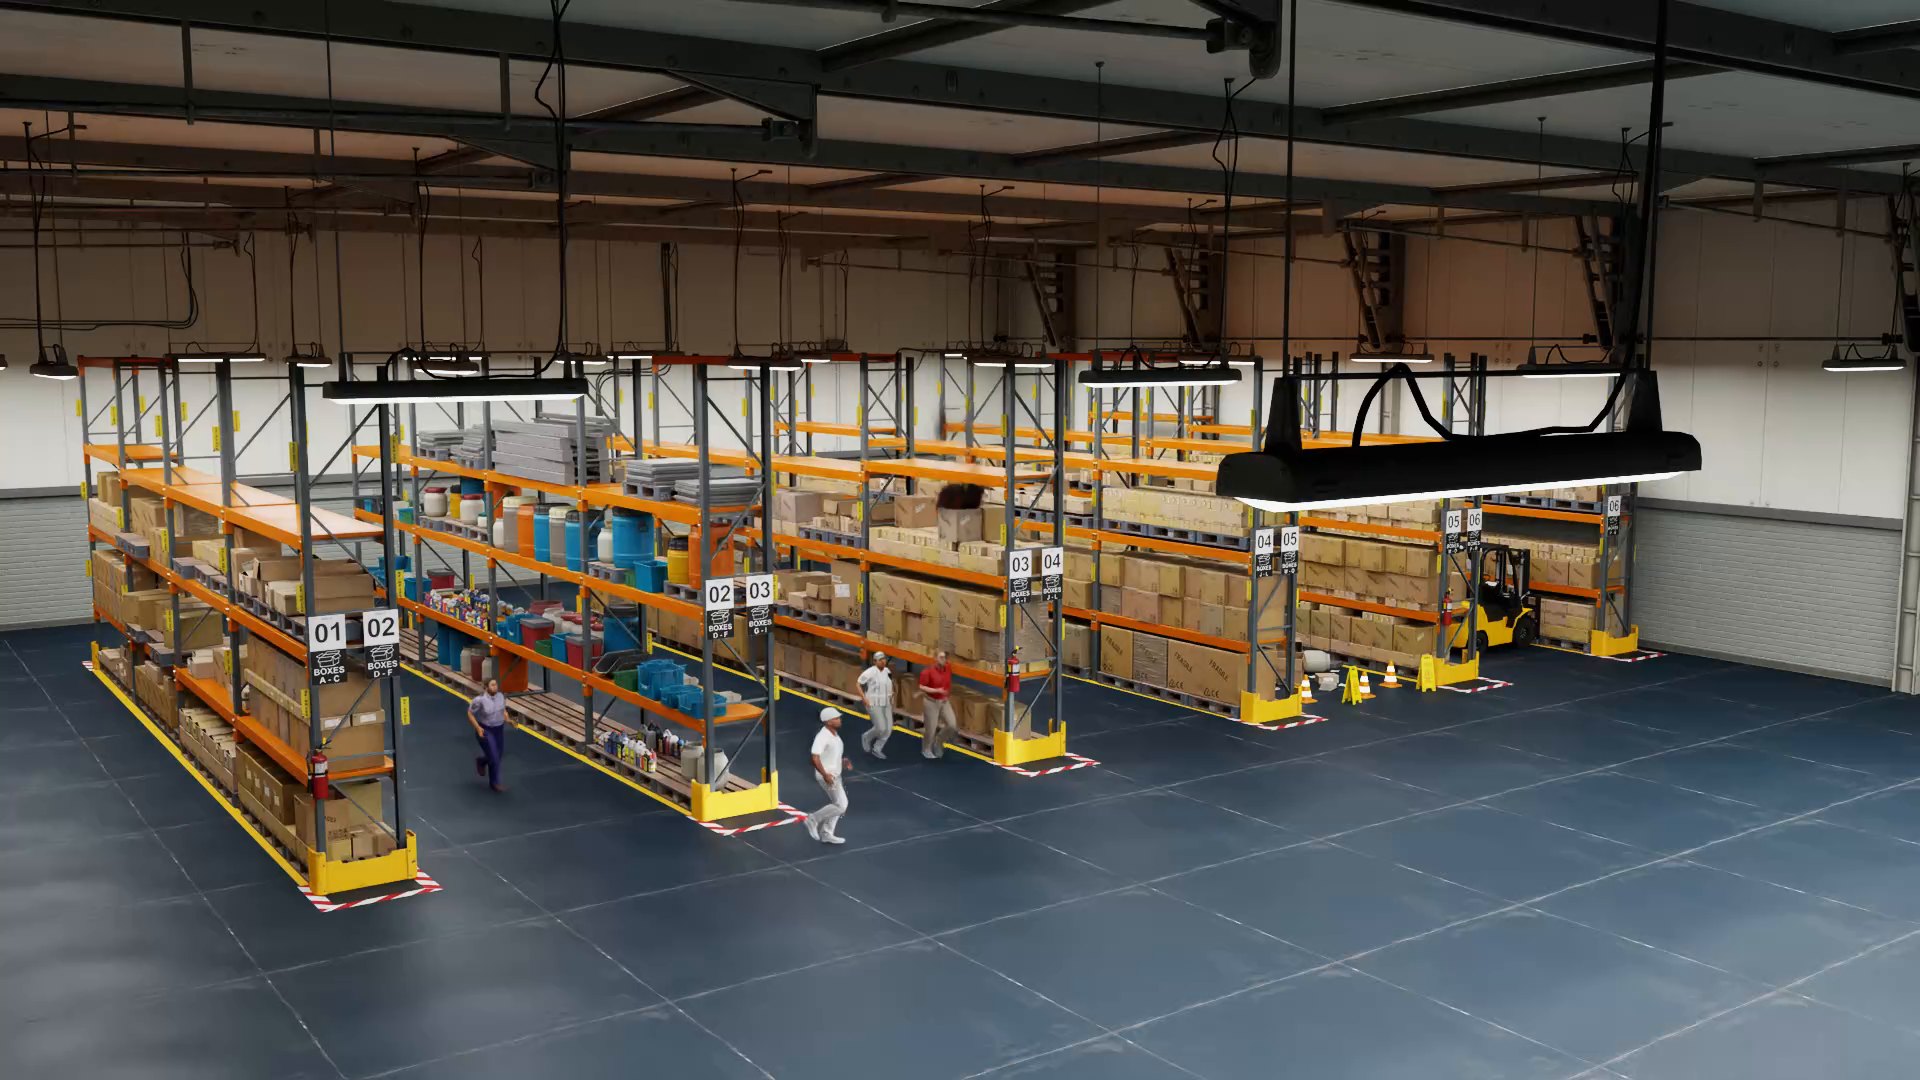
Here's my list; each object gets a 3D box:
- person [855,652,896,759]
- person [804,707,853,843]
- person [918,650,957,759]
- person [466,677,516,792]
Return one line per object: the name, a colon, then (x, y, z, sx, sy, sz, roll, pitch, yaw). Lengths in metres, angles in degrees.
person: (-1.214, 2.496, 25.129, 0.626, 1.617, 0.518, -6, 9, -42)
person: (-1.658, 2.952, 20.880, 0.577, 1.734, 0.700, 1, 7, 4)
person: (-0.330, 2.468, 24.854, 0.708, 1.704, 0.722, -5, 8, -33)
person: (-6.671, 2.712, 23.437, 0.762, 1.622, 0.592, 5, 9, 37)
